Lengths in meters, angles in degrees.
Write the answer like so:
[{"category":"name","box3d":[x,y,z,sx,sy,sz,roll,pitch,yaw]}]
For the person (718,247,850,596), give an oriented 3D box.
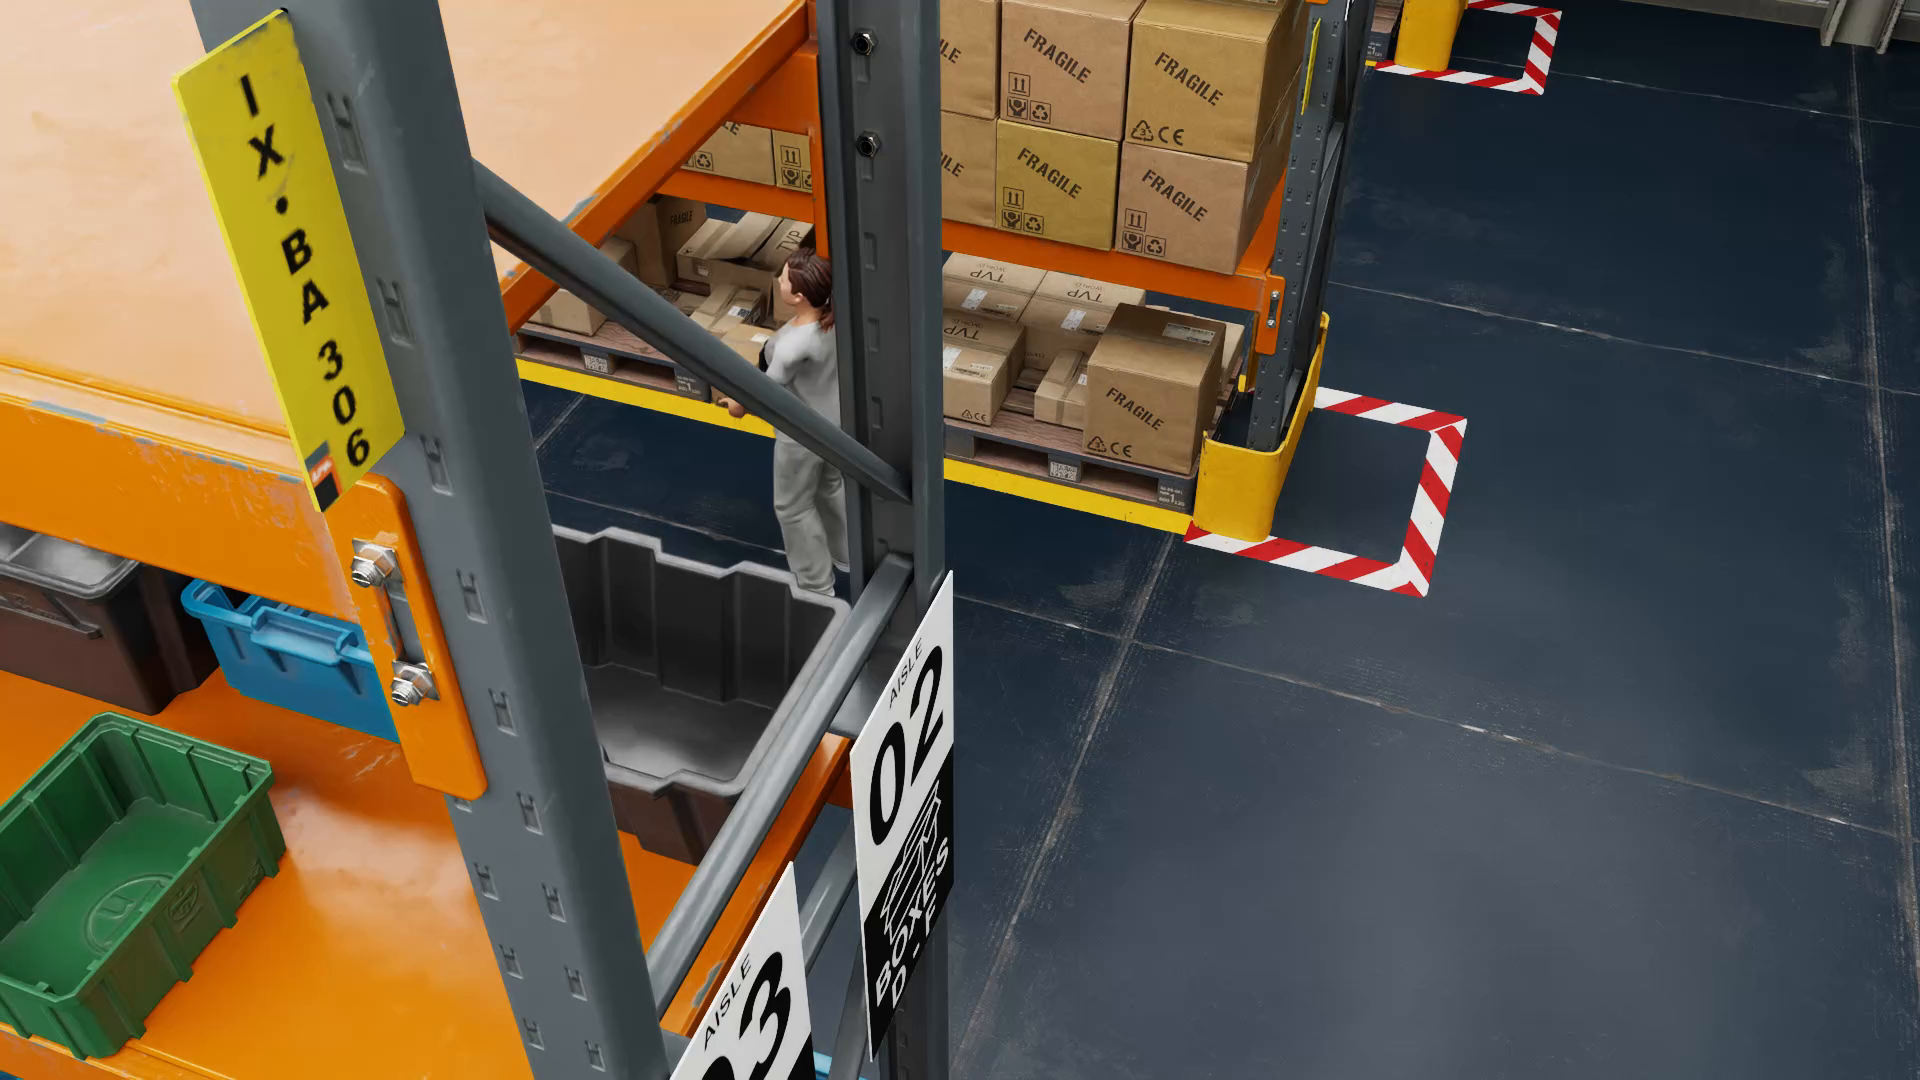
[{"category":"person","box3d":[-0.662,-0.479,6.708,0.554,1.666,0.436,20,45,21]}]
